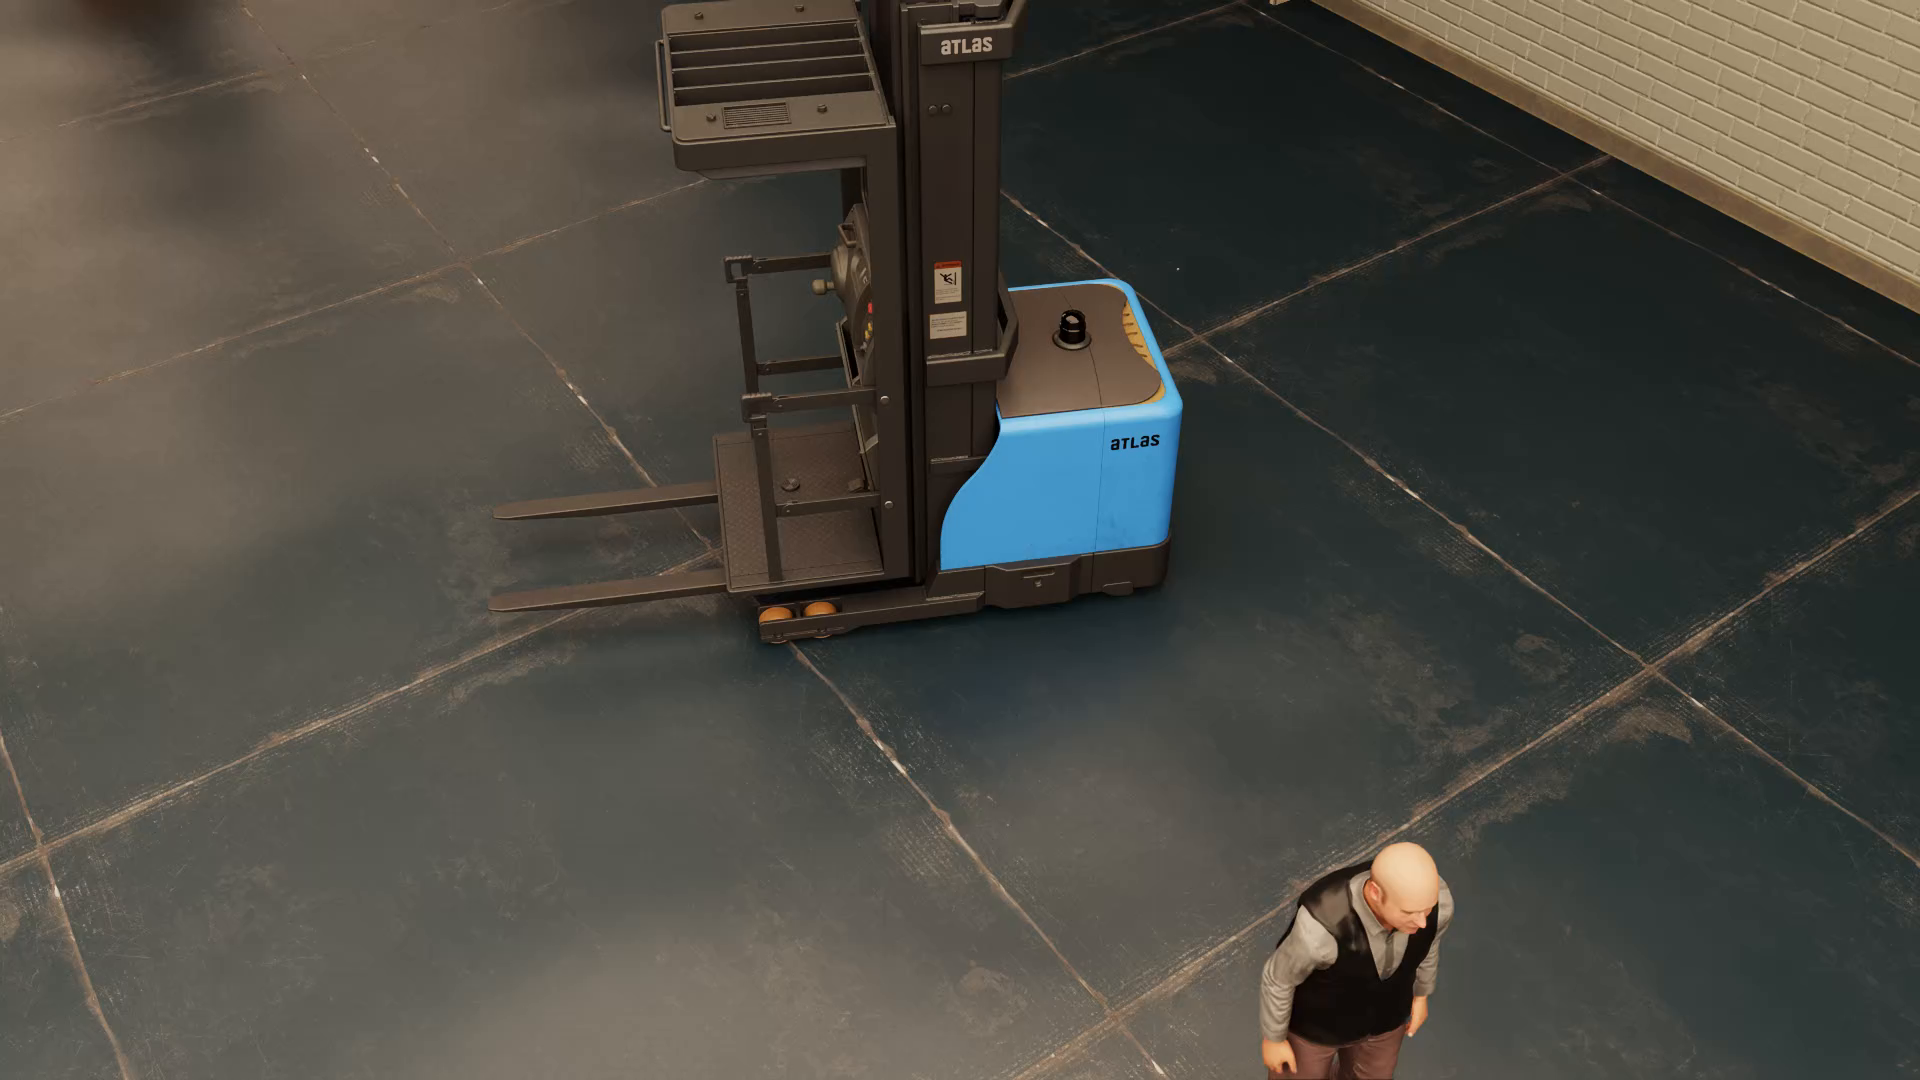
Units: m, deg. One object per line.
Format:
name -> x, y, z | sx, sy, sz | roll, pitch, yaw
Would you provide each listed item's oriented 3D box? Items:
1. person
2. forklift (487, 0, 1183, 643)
person -> 1.159, 1.430, 5.058 | 0.580, 1.720, 0.421 | -13, 44, -14
forklift -> -0.616, -1.007, 6.808 | 3.031, 2.935, 1.130 | -7, 43, -7
